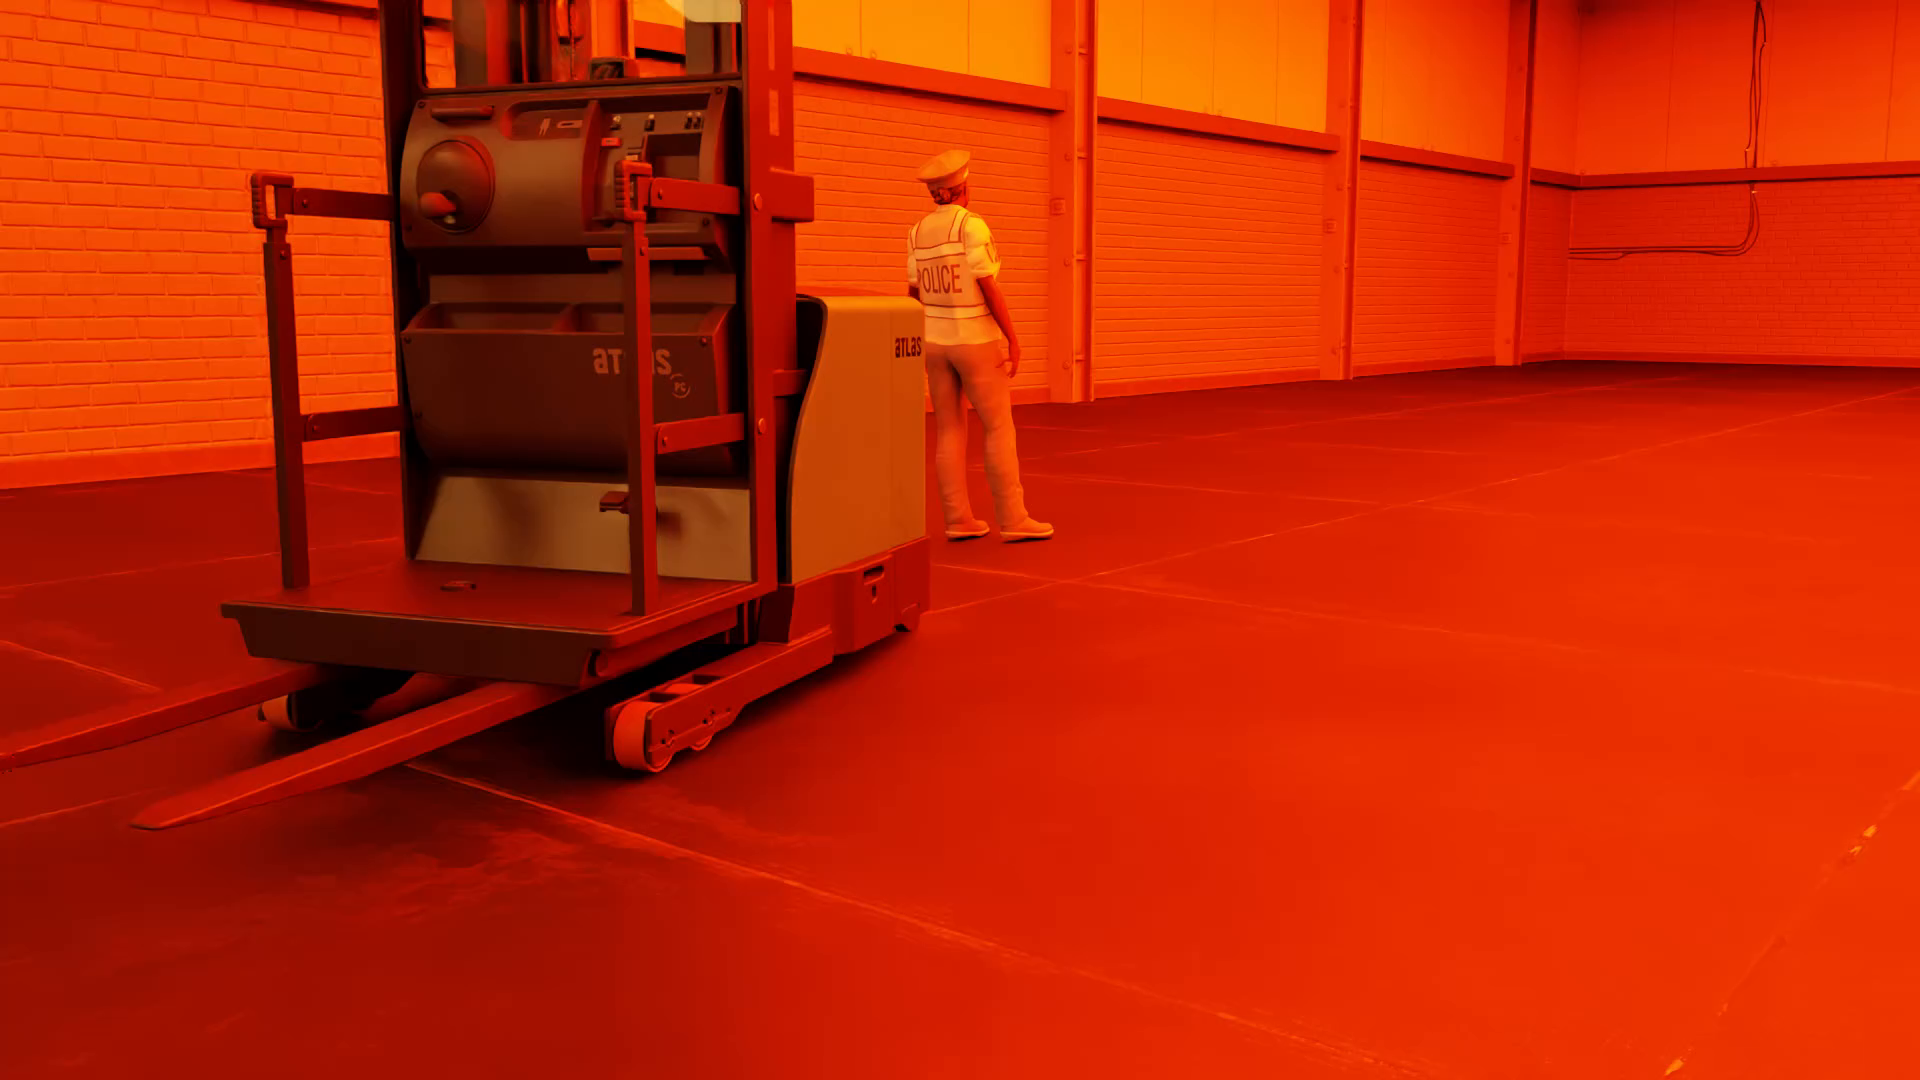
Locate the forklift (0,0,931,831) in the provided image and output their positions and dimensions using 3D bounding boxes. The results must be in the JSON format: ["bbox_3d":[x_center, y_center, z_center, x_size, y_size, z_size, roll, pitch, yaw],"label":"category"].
[{"bbox_3d":[-1.085,-0.987,4.027,1.130,2.935,3.031,3,9,20],"label":"forklift"}]

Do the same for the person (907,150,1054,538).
[{"bbox_3d":[0.062,-0.853,7.327,0.570,1.697,0.528,7,11,38],"label":"person"}]
